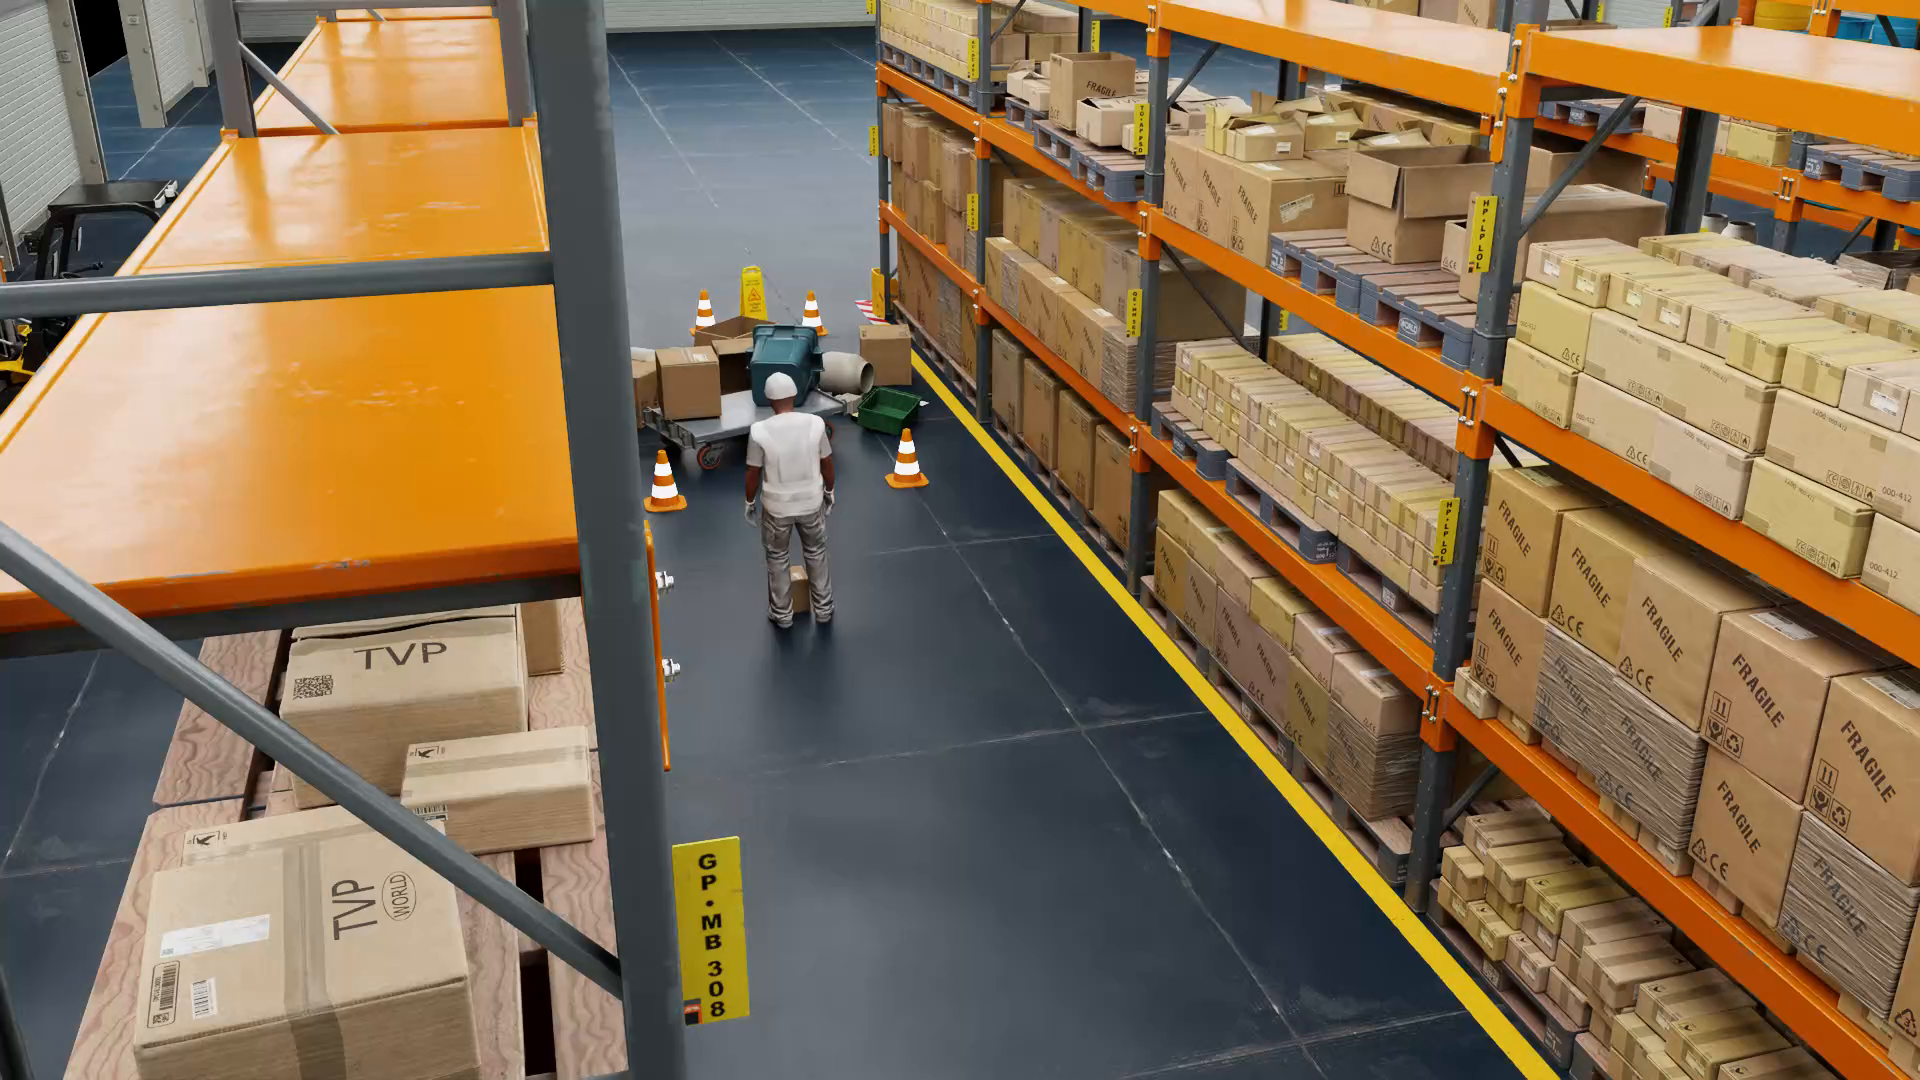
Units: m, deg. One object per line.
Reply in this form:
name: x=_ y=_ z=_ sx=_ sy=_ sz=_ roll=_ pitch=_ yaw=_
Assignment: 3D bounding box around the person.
person: x=-1.150 y=-0.262 z=11.278 sx=0.631 sy=1.776 sz=0.443 roll=-7 pitch=24 yaw=-17
